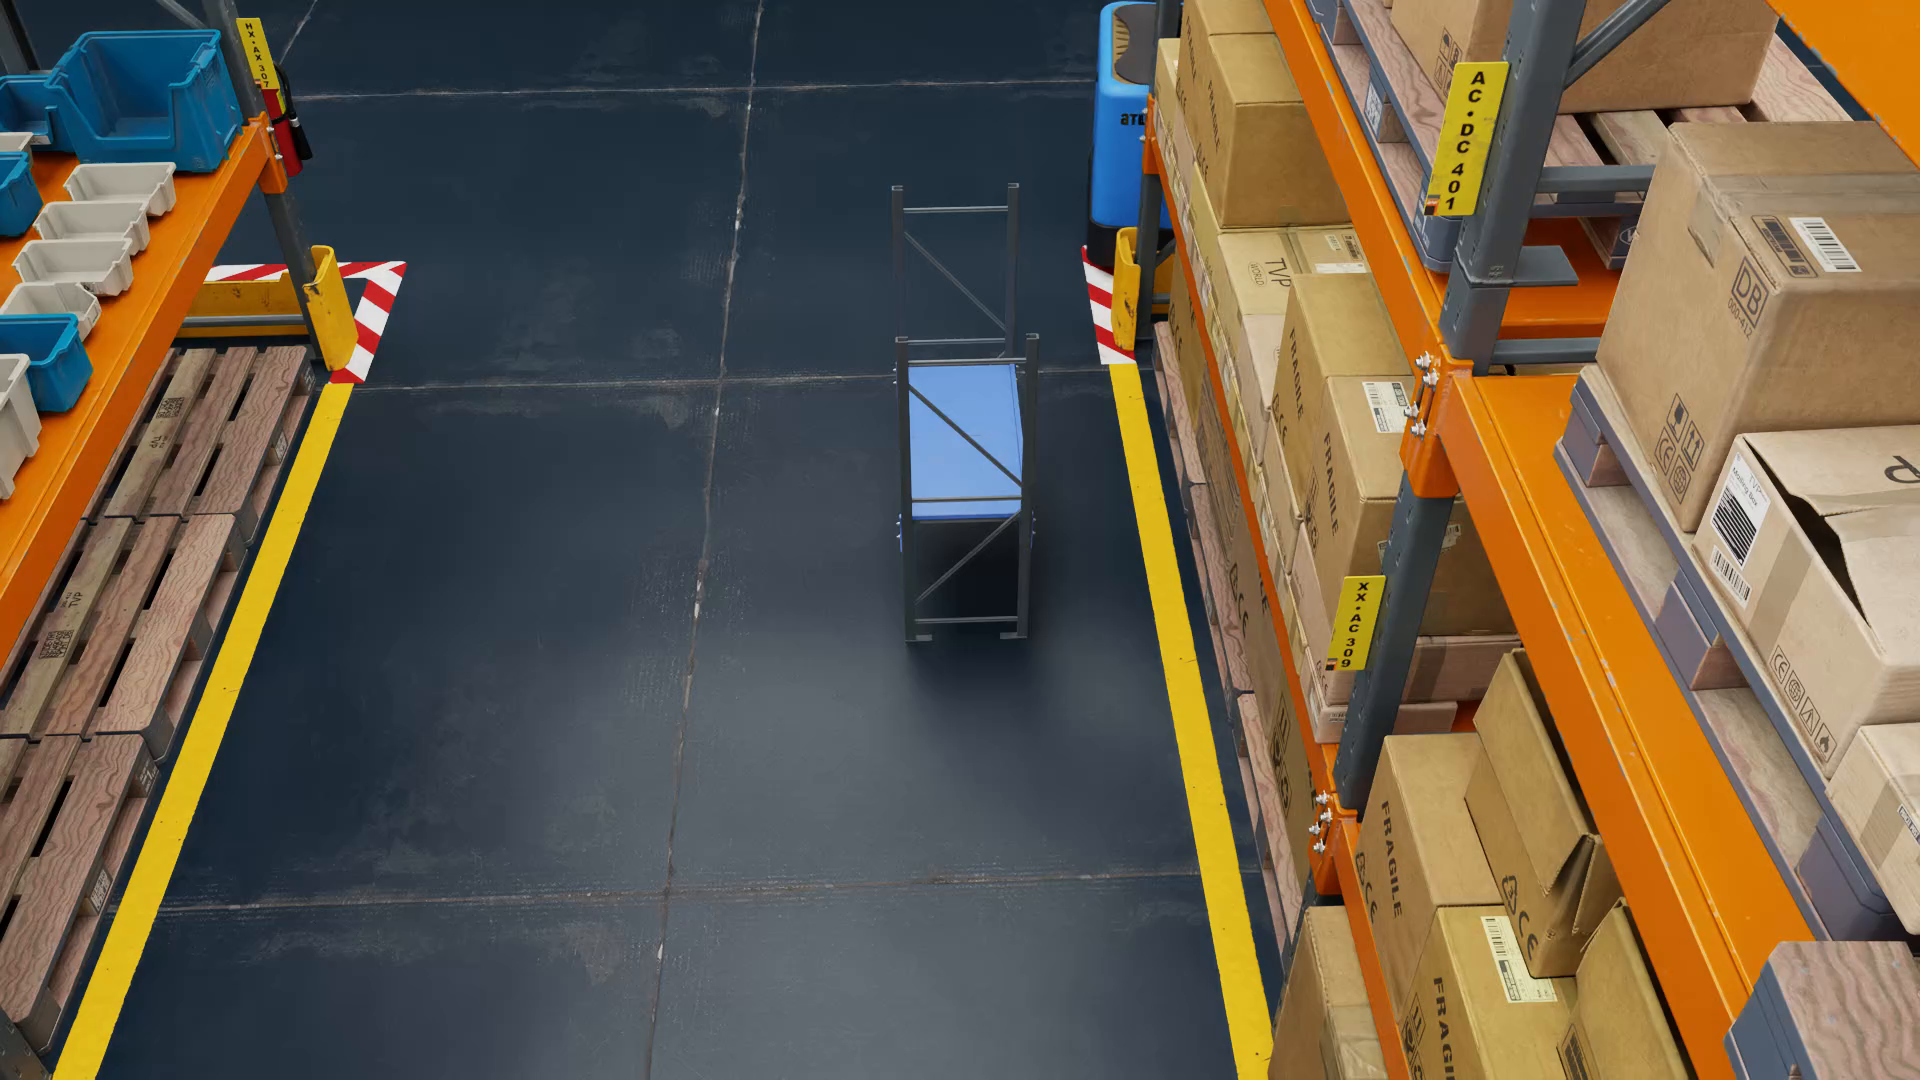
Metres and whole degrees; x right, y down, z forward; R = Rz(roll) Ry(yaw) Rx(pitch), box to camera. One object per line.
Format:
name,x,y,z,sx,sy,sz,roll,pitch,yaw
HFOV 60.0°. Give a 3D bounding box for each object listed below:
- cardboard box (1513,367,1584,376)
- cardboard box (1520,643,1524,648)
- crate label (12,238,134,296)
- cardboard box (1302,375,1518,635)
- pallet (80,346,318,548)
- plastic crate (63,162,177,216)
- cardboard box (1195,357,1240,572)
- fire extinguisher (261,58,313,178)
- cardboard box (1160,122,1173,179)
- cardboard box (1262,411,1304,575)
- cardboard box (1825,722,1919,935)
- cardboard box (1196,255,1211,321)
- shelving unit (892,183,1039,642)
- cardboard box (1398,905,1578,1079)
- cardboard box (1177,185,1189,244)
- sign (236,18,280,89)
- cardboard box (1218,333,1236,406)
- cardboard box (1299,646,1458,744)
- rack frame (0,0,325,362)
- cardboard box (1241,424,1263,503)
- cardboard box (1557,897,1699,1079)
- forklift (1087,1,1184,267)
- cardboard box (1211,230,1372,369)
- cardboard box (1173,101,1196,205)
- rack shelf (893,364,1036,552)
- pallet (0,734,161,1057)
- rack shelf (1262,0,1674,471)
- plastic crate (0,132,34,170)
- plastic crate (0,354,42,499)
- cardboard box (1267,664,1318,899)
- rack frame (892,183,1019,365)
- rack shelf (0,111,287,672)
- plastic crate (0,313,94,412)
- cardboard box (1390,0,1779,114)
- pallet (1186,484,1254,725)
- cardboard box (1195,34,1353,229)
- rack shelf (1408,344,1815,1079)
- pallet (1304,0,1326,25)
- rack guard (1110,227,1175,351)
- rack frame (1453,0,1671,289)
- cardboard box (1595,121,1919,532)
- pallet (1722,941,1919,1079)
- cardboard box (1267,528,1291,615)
cardboard box,1.763,-0.122,4.499,0.500,0.500,0.500,-2,43,-2
cardboard box,1.770,0.161,4.746,0.500,0.250,0.500,-2,43,-3
crate label,-3.341,-1.015,6.288,0.396,0.136,0.243,-2,43,-2
cardboard box,1.241,-0.094,4.468,0.500,0.500,0.500,-1,43,-1
pallet,-3.594,-0.433,7.566,1.003,0.211,1.213,-2,43,-2
plastic crate,-3.375,-1.398,6.706,0.396,0.136,0.243,-2,43,-2
cardboard box,1.504,-0.488,6.824,0.875,0.875,0.875,-2,43,-2
fire extinguisher,-3.143,-1.967,7.510,0.296,0.674,0.183,-2,43,-2
cardboard box,1.056,-1.646,7.012,0.380,0.149,0.250,-2,43,-2
cardboard box,1.223,-0.155,5.090,0.500,0.250,0.500,0,43,-1
cardboard box,1.441,0.381,2.269,0.380,0.149,0.250,-3,43,-4
cardboard box,1.101,-0.951,6.254,0.380,0.149,0.250,-2,43,-2
shelving unit,0.004,-0.495,6.680,0.538,1.500,1.048,-2,43,-2
cardboard box,1.320,1.160,3.691,0.500,0.500,0.500,-2,43,-2
cardboard box,1.079,-1.297,6.631,0.380,0.149,0.250,-2,43,-2
sign,-3.041,-2.105,7.206,0.100,0.325,0.005,-2,43,-2
cardboard box,1.123,-0.604,5.874,0.380,0.149,0.250,-1,43,-1
cardboard box,1.188,0.436,4.740,0.380,0.149,0.250,-1,43,-2
rack frame,-3.590,-2.019,7.232,1.000,3.000,0.127,-2,43,-2
cardboard box,1.144,-0.259,5.498,0.380,0.149,0.250,-1,43,-1
cardboard box,1.581,1.028,3.093,0.797,0.503,0.637,-1,43,-1
forklift,2.209,-2.744,8.075,3.031,2.935,1.130,3,43,3
cardboard box,1.183,-0.841,5.839,0.500,0.250,0.500,-2,43,-3
cardboard box,1.137,-1.533,6.593,0.500,0.250,0.500,-2,43,-2
rack shelf,0.004,-0.363,6.802,0.538,0.185,1.000,-2,43,-2
pallet,-3.491,1.214,5.769,1.003,0.211,1.213,-2,43,-2
rack shelf,1.443,-1.651,5.144,1.077,0.370,4.000,-2,43,-2
plastic crate,-3.978,-1.548,6.870,0.250,0.136,0.298,-2,43,-2
plastic crate,-3.301,-0.333,5.436,0.437,0.282,0.530,-2,43,-2
cardboard box,1.580,0.720,5.506,0.875,0.875,0.875,-2,43,-2
rack frame,-0.018,-0.838,7.055,0.500,1.500,0.032,-2,43,-2
rack shelf,-3.505,-0.403,6.002,1.077,0.370,4.000,-2,43,-2
plastic crate,-3.247,-0.600,5.764,0.416,0.233,0.300,-2,43,-2
cardboard box,1.435,-1.321,3.793,0.700,0.500,0.500,-4,43,-4
pallet,1.519,0.226,6.847,1.003,0.211,1.213,-2,43,-2
cardboard box,1.158,-1.473,5.973,0.500,0.500,0.500,-3,43,-3
rack shelf,1.613,1.049,2.198,1.077,0.370,4.000,-2,43,-2
pallet,1.455,-1.908,4.957,1.003,0.211,1.213,-2,43,-2
rack guard,1.357,-1.255,8.250,1.175,0.500,0.348,-2,43,-2
rack frame,1.528,-1.672,2.414,1.000,3.000,0.127,-2,43,-2
cardboard box,1.563,-0.366,2.825,0.700,0.500,0.500,-1,43,-1
pallet,1.567,1.016,1.842,1.003,0.211,1.213,0,43,0
cardboard box,1.166,0.089,5.119,0.380,0.149,0.250,-2,43,-3
